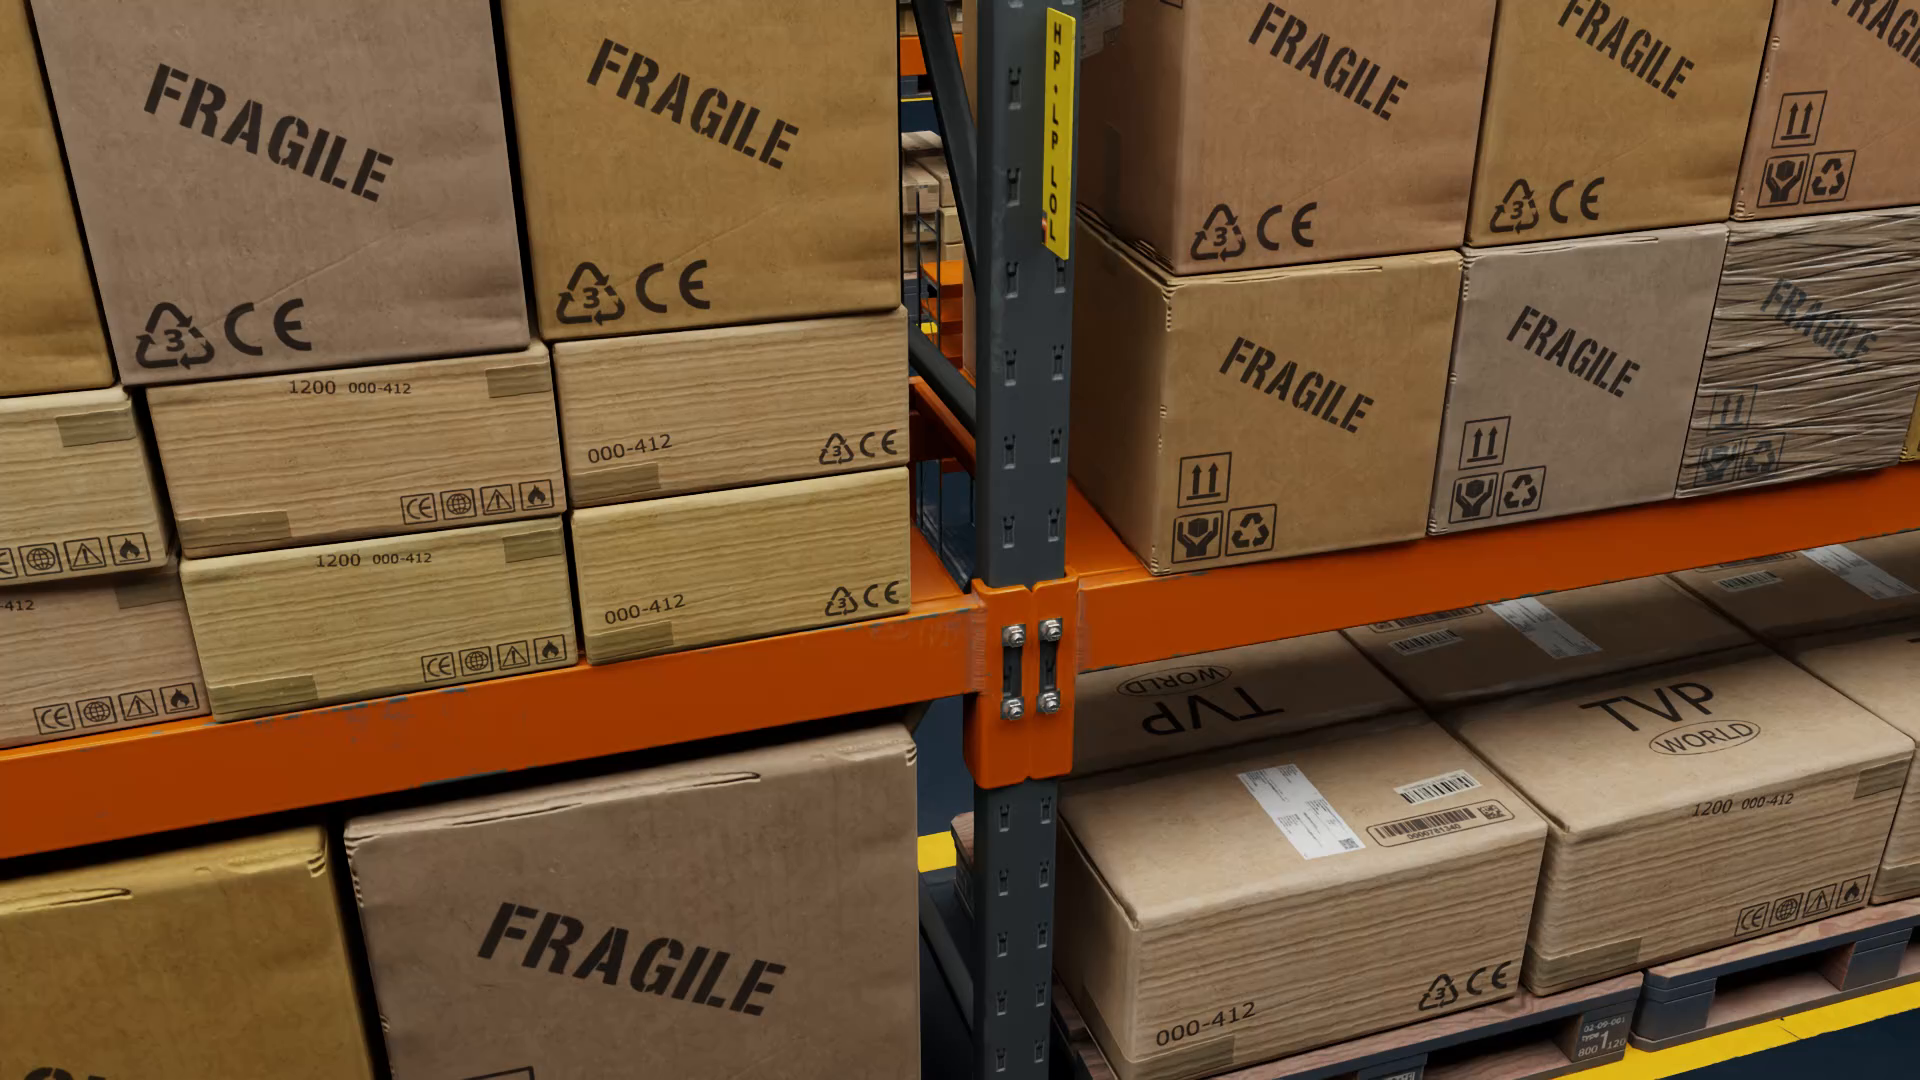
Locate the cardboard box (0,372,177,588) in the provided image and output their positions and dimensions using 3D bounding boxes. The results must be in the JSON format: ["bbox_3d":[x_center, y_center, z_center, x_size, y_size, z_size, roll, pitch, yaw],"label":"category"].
[{"bbox_3d":[-1.352,-0.147,2.279,0.500,0.250,0.500,-8,27,-15],"label":"cardboard box"}]

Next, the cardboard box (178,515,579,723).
[{"bbox_3d":[-0.877,0.006,2.534,0.500,0.250,0.500,-9,28,-17],"label":"cardboard box"}]

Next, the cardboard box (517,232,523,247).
[{"bbox_3d":[-0.550,-0.515,3.020,0.500,0.250,0.500,-9,28,-18],"label":"cardboard box"}]

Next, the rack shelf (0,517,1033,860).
[{"bbox_3d":[-1.946,0.298,2.585,4.000,0.370,1.077,-8,28,-16],"label":"rack shelf"}]

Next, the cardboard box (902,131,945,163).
[{"bbox_3d":[-0.198,-1.926,8.321,0.250,0.149,0.380,-9,28,-18],"label":"cardboard box"}]

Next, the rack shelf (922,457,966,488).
[{"bbox_3d":[-0.014,-0.281,5.606,0.180,0.103,0.258,-8,28,-16],"label":"rack shelf"}]

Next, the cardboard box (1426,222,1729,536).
[{"bbox_3d":[0.963,-0.366,3.001,0.500,0.500,0.500,-8,28,-16],"label":"cardboard box"}]

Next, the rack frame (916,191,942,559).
[{"bbox_3d":[-0.101,-0.523,5.454,0.006,1.200,0.240,-8,28,-16],"label":"rack frame"}]

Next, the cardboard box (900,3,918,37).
[{"bbox_3d":[-0.322,-2.334,7.361,0.250,0.149,0.380,-8,27,-15],"label":"cardboard box"}]

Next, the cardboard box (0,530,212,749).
[{"bbox_3d":[-1.363,0.067,2.410,0.500,0.250,0.500,-9,28,-17],"label":"cardboard box"}]

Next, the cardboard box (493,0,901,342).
[{"bbox_3d":[-0.391,-0.624,2.397,0.500,0.500,0.500,-7,27,-14],"label":"cardboard box"}]

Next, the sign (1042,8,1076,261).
[{"bbox_3d":[0.133,-0.554,2.280,0.005,0.325,0.100,-8,28,-16],"label":"sign"}]

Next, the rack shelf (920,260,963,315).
[{"bbox_3d":[-0.014,-0.818,5.339,0.180,0.103,0.258,-8,28,-16],"label":"rack shelf"}]

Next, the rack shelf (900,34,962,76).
[{"bbox_3d":[0.228,-2.332,7.882,4.000,0.370,1.077,-8,28,-16],"label":"rack shelf"}]

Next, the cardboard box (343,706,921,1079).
[{"bbox_3d":[-0.609,0.583,3.119,0.875,0.875,0.875,-7,27,-14],"label":"cardboard box"}]

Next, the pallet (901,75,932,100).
[{"bbox_3d":[-0.046,-3.648,12.861,1.213,0.211,1.003,-8,28,-16],"label":"pallet"}]

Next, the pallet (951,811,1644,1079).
[{"bbox_3d":[0.703,0.878,3.744,1.213,0.211,1.003,-8,28,-16],"label":"pallet"}]

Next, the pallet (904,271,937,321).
[{"bbox_3d":[0.116,-1.407,8.346,1.213,0.211,1.003,-8,28,-16],"label":"pallet"}]

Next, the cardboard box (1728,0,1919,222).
[{"bbox_3d":[1.456,-0.888,2.928,0.500,0.500,0.500,-8,27,-15],"label":"cardboard box"}]

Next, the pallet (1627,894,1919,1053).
[{"bbox_3d":[1.865,0.708,4.086,1.213,0.211,1.003,-8,28,-16],"label":"pallet"}]

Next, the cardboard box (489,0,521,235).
[{"bbox_3d":[-0.552,-0.853,2.858,0.500,0.500,0.500,-8,27,-16],"label":"cardboard box"}]

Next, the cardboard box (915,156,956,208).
[{"bbox_3d":[-0.034,-1.703,7.872,0.250,0.149,0.380,-9,28,-18],"label":"cardboard box"}]

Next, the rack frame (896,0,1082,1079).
[{"bbox_3d":[-0.044,-0.299,2.980,0.127,3.000,1.000,-8,28,-16],"label":"rack frame"}]

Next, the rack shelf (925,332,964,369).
[{"bbox_3d":[-0.014,-0.603,5.446,0.180,0.103,0.258,-8,28,-16],"label":"rack shelf"}]

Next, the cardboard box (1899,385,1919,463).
[{"bbox_3d":[1.927,-0.502,3.276,0.500,0.500,0.500,-7,27,-15],"label":"cardboard box"}]

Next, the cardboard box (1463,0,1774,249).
[{"bbox_3d":[0.966,-0.822,2.796,0.500,0.500,0.500,-9,28,-17],"label":"cardboard box"}]

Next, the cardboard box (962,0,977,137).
[{"bbox_3d":[0.319,-0.974,3.101,0.500,0.500,0.500,-8,28,-17],"label":"cardboard box"}]

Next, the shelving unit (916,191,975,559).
[{"bbox_3d":[-0.014,-0.535,5.479,0.189,1.200,0.258,-8,28,-16],"label":"shelving unit"}]

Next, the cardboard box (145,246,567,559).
[{"bbox_3d":[-0.861,-0.221,2.428,0.500,0.250,0.500,-8,27,-15],"label":"cardboard box"}]

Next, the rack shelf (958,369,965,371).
[{"bbox_3d":[-0.014,-0.496,5.499,0.180,0.103,0.258,-8,28,-16],"label":"rack shelf"}]

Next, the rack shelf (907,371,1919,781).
[{"bbox_3d":[1.857,-0.253,3.695,4.000,0.370,1.077,-8,28,-16],"label":"rack shelf"}]

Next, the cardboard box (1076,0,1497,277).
[{"bbox_3d":[0.483,-0.755,2.661,0.500,0.500,0.500,-8,28,-16],"label":"cardboard box"}]

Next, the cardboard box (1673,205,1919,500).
[{"bbox_3d":[1.438,-0.431,3.133,0.500,0.500,0.500,-8,28,-16],"label":"cardboard box"}]

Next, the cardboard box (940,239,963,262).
[{"bbox_3d":[-0.006,-1.400,7.930,0.250,0.149,0.380,-9,28,-17],"label":"cardboard box"}]

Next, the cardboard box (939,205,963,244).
[{"bbox_3d":[-0.010,-1.531,7.860,0.250,0.149,0.380,-8,28,-16],"label":"cardboard box"}]

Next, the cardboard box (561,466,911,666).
[{"bbox_3d":[-0.393,-0.064,2.674,0.500,0.250,0.500,-9,28,-17],"label":"cardboard box"}]

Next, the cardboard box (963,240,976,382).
[{"bbox_3d":[0.318,-0.516,3.304,0.500,0.500,0.500,-8,27,-16],"label":"cardboard box"}]

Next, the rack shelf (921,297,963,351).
[{"bbox_3d":[-0.014,-0.711,5.392,0.180,0.103,0.258,-8,28,-16],"label":"rack shelf"}]

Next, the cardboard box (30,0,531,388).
[{"bbox_3d":[-0.881,-0.550,2.248,0.500,0.500,0.500,-8,27,-15],"label":"cardboard box"}]

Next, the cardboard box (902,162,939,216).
[{"bbox_3d":[-0.268,-1.630,7.726,0.250,0.149,0.380,-8,27,-15],"label":"cardboard box"}]

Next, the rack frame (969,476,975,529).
[{"bbox_3d":[0.073,-0.548,5.505,0.006,1.200,0.240,-8,28,-16],"label":"rack frame"}]

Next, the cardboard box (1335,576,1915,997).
[{"bbox_3d":[1.437,0.495,3.788,0.875,0.438,0.875,-9,28,-18],"label":"cardboard box"}]

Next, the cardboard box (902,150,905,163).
[{"bbox_3d":[-0.451,-1.883,8.235,0.250,0.149,0.380,-10,28,-19],"label":"cardboard box"}]

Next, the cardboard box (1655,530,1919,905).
[{"bbox_3d":[2.295,0.372,4.036,0.875,0.438,0.875,-7,27,-15],"label":"cardboard box"}]

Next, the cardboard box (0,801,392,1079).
[{"bbox_3d":[-1.466,0.711,2.862,0.875,0.875,0.875,-7,27,-15],"label":"cardboard box"}]

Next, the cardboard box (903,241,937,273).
[{"bbox_3d":[-0.283,-1.405,7.940,0.250,0.149,0.380,-9,28,-18],"label":"cardboard box"}]

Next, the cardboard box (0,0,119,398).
[{"bbox_3d":[-1.369,-0.488,2.124,0.500,0.500,0.500,-7,27,-15],"label":"cardboard box"}]

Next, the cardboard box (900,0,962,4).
[{"bbox_3d":[-0.166,-2.643,7.254,0.500,0.500,0.500,-9,28,-17],"label":"cardboard box"}]

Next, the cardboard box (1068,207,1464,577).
[{"bbox_3d":[0.483,-0.298,2.865,0.500,0.500,0.500,-7,27,-14],"label":"cardboard box"}]

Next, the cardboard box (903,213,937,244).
[{"bbox_3d":[-0.270,-1.523,7.844,0.250,0.149,0.380,-7,27,-14],"label":"cardboard box"}]

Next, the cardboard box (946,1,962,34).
[{"bbox_3d":[-0.065,-2.368,7.430,0.250,0.149,0.380,-7,27,-14],"label":"cardboard box"}]

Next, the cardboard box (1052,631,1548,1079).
[{"bbox_3d":[0.586,0.619,3.539,0.875,0.438,0.875,-9,28,-17],"label":"cardboard box"}]

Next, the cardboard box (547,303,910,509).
[{"bbox_3d":[-0.388,-0.293,2.573,0.500,0.250,0.500,-8,28,-16],"label":"cardboard box"}]
